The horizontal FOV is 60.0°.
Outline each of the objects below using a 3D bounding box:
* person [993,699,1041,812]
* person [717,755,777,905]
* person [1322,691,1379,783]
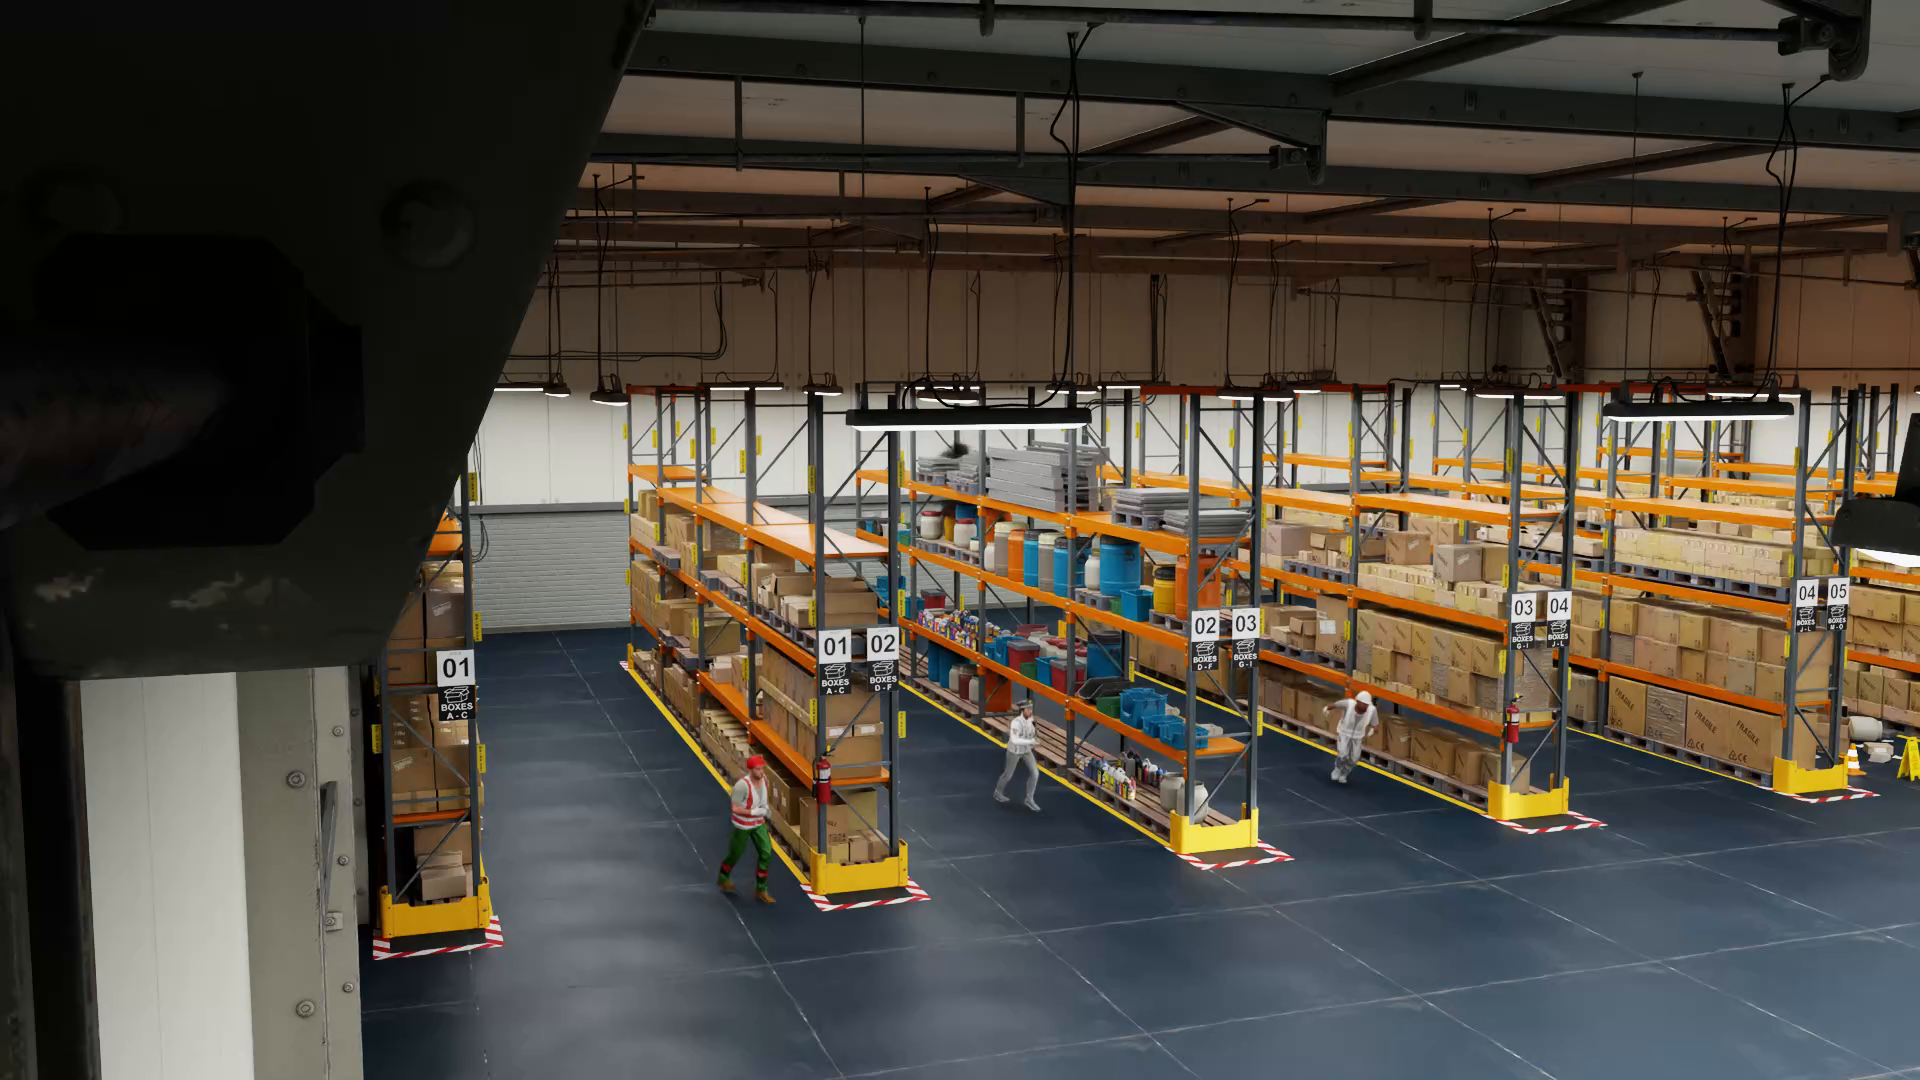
[{"bbox_3d":[0.853,3.062,23.857,0.606,1.660,0.939,-5,8,-41],"label":"person"},{"bbox_3d":[-2.519,3.415,19.849,0.706,1.778,0.944,-6,8,-44],"label":"person"},{"bbox_3d":[5.911,2.972,25.039,0.720,1.526,1.022,0,6,-1],"label":"person"}]
